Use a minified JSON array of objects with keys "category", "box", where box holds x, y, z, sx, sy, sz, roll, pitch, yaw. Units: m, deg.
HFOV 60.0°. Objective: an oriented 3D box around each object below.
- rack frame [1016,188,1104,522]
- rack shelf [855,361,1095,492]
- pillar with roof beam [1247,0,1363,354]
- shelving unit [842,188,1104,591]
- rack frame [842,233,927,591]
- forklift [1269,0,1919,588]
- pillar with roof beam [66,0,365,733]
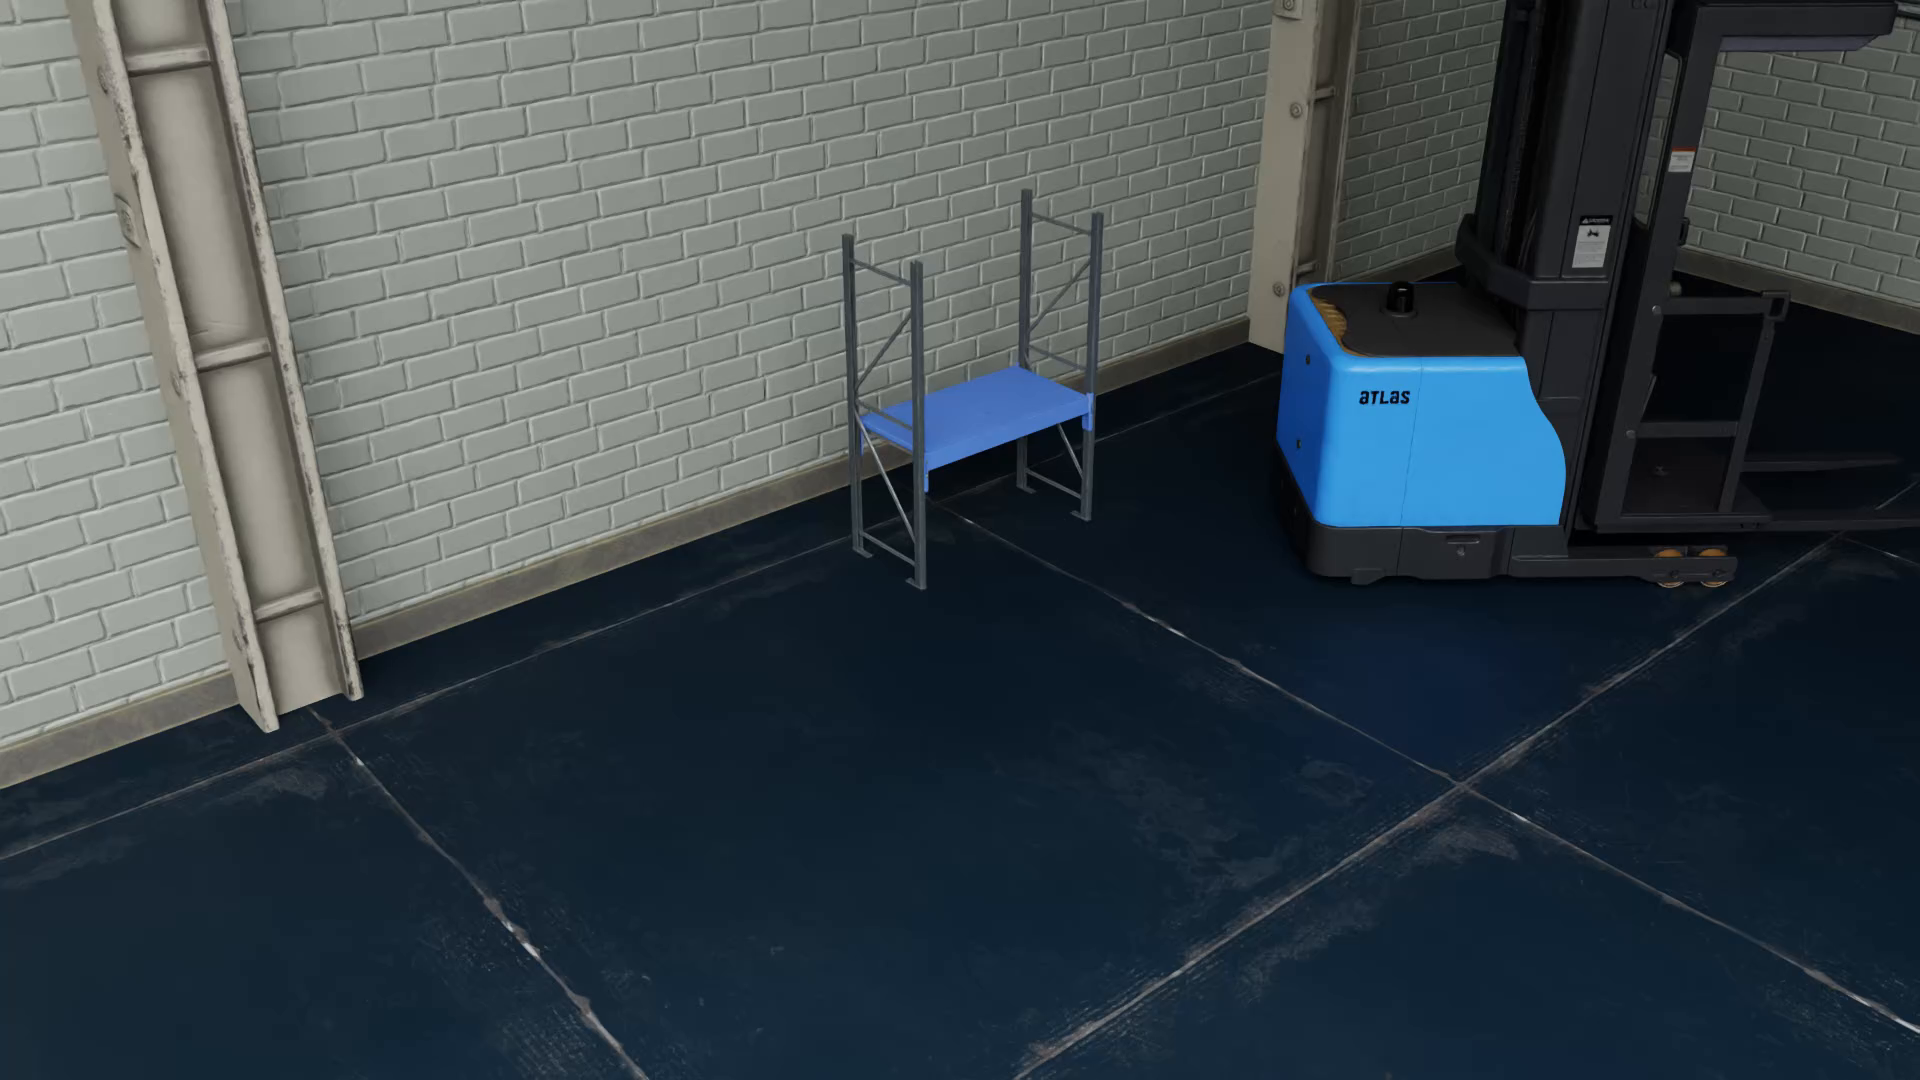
[{"category":"rack frame","box":[0.452,-0.843,7.736,0.032,1.500,0.500,-22,35,-35]},{"category":"rack shelf","box":[0.065,-0.529,7.530,1.000,0.185,0.538,-22,35,-35]},{"category":"pillar with roof beam","box":[4.752,-3.636,5.005,0.400,9.000,9.100,-22,35,-35]},{"category":"shelving unit","box":[0.065,-0.688,7.445,1.048,1.500,0.538,-22,35,-35]},{"category":"rack frame","box":[-0.322,-0.532,7.154,0.032,1.500,0.500,-22,35,-35]},{"category":"forklift","box":[3.035,-1.332,7.133,3.031,2.935,1.130,-1,28,-1]},{"category":"pillar with roof beam","box":[0.187,-1.800,1.571,0.400,9.000,9.100,-22,35,-35]}]
